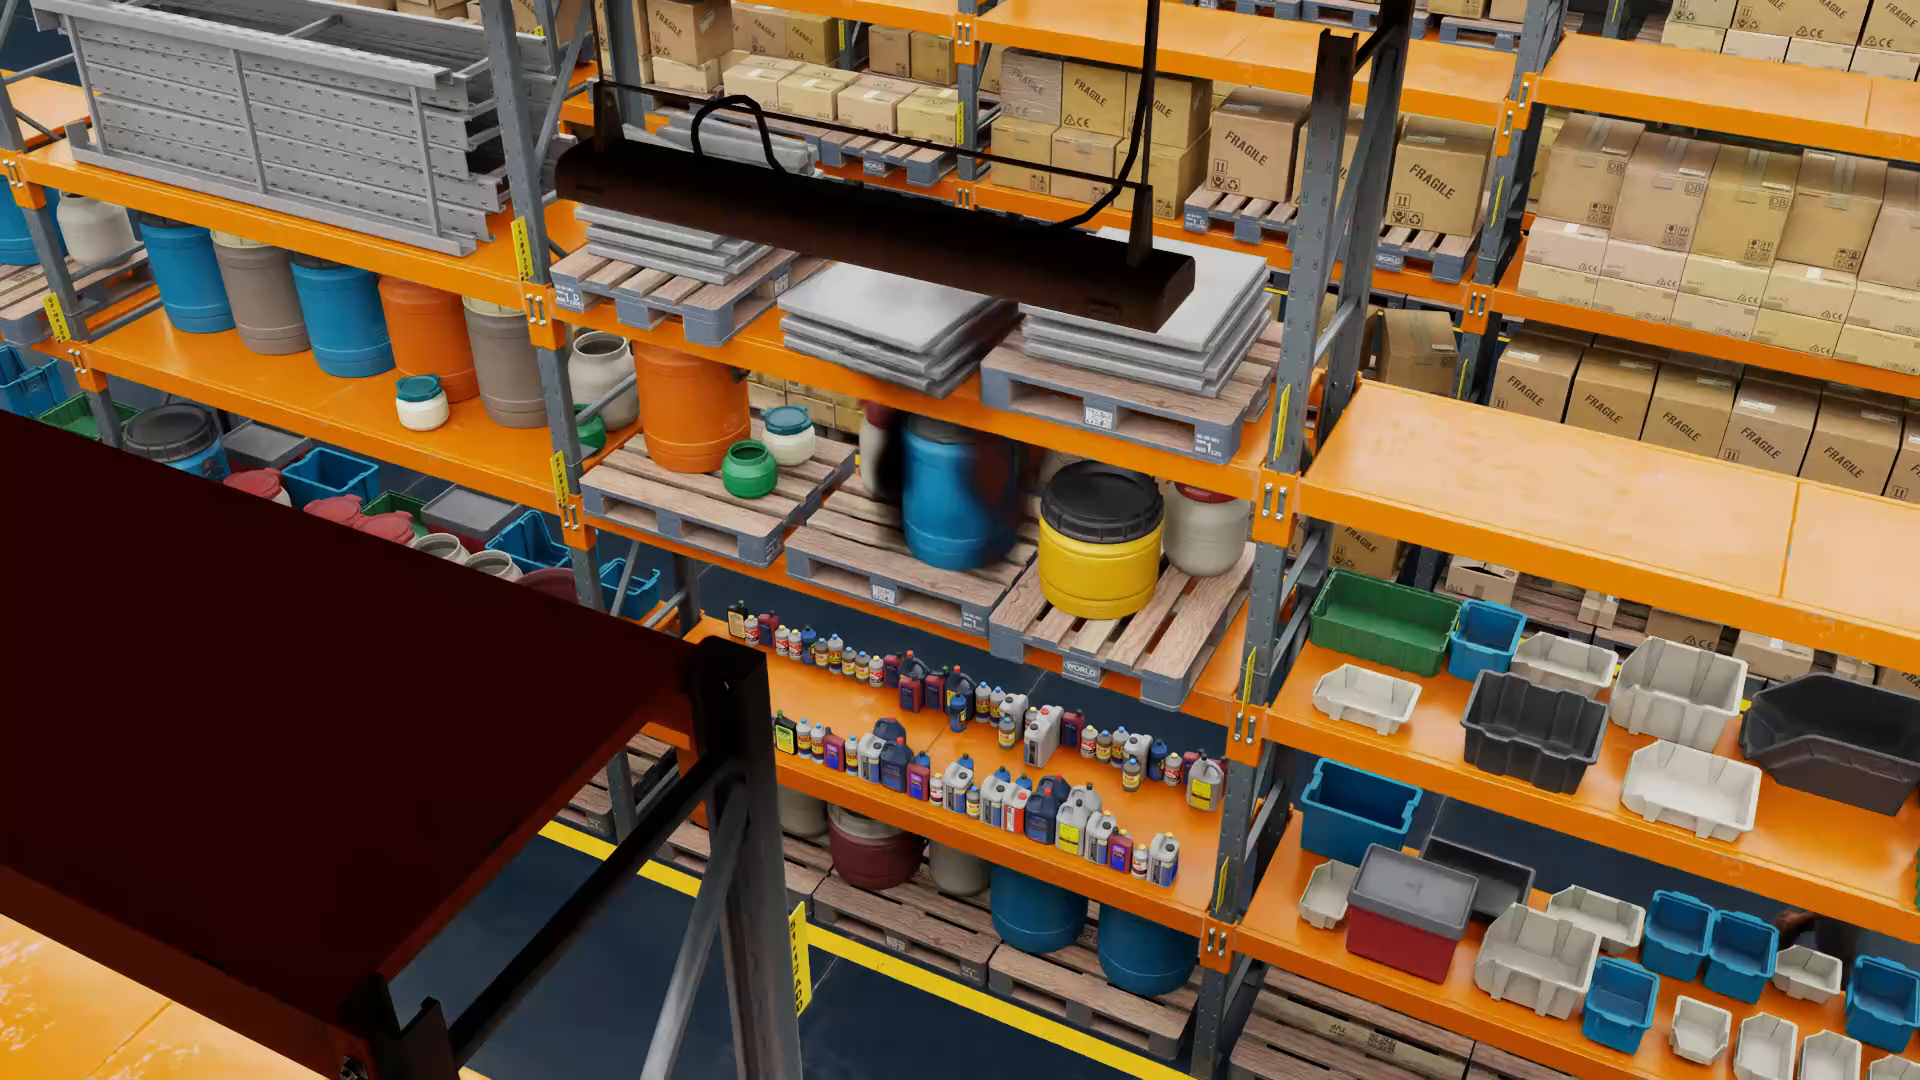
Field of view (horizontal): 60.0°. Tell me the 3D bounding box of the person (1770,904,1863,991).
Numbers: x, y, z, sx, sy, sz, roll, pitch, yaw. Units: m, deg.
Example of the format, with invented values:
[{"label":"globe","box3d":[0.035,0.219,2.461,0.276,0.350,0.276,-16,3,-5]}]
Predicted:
[{"label":"person","box3d":[4.992,2.094,9.491,1.020,1.598,0.535,21,40,27]}]
